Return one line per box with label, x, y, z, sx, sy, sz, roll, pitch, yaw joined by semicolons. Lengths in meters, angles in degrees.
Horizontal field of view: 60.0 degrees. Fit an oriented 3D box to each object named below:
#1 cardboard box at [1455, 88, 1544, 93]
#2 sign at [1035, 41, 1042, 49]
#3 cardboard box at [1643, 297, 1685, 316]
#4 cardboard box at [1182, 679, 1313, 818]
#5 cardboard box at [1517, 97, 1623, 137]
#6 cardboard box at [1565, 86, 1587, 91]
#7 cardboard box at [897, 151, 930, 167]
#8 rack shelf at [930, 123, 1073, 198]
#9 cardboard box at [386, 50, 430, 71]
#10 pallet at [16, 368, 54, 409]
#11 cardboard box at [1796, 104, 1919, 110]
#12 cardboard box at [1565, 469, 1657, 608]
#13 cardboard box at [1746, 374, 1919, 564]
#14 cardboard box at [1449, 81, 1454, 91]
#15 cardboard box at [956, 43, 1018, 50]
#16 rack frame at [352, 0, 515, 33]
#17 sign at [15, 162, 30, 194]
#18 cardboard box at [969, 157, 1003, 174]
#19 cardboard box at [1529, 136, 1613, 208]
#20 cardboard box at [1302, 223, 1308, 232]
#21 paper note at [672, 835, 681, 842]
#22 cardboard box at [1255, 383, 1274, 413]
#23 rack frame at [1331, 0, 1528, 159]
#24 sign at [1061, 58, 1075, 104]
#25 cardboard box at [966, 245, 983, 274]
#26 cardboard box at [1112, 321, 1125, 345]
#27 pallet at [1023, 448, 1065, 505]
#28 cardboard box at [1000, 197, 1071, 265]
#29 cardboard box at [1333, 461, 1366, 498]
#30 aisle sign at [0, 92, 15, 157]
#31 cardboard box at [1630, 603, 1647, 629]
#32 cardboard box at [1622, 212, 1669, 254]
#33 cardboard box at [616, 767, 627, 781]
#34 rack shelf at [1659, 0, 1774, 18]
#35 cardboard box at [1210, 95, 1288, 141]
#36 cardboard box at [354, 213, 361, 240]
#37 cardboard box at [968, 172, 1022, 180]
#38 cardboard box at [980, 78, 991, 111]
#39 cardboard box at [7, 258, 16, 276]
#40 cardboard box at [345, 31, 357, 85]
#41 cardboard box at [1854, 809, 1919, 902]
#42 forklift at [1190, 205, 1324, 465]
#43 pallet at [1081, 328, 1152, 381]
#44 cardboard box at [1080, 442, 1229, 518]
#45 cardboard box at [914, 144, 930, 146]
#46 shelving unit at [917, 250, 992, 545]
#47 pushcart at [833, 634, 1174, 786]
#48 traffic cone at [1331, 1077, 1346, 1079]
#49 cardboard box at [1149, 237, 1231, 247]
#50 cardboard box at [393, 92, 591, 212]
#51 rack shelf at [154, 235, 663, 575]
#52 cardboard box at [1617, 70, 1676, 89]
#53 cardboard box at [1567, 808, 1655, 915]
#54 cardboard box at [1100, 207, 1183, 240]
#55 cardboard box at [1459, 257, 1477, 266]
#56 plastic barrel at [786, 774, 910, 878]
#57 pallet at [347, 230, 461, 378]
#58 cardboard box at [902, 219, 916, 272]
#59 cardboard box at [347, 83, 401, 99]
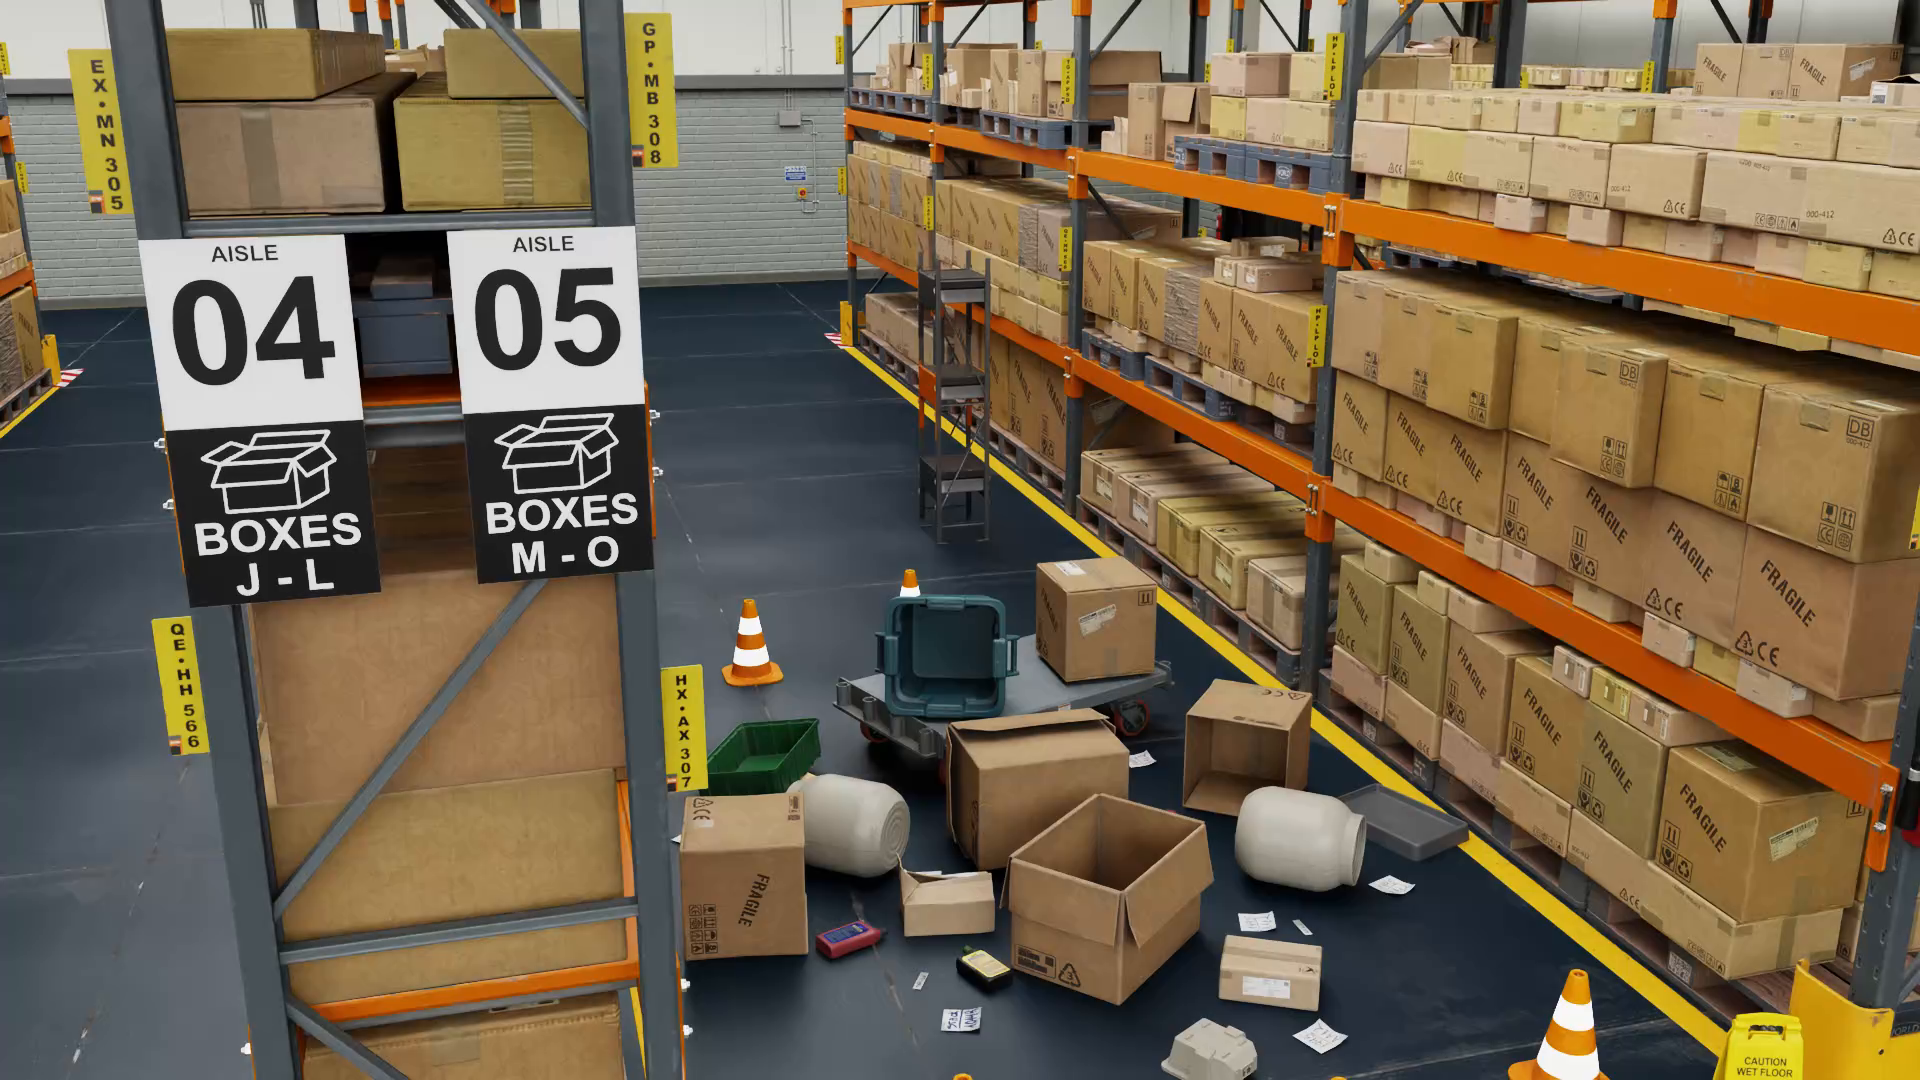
cardboard box;2.722;-2.197;8.389;0.380;0.149;0.250;-4;17;-14
sign;0.745;-4.663;16.101;0.100;0.325;0.005;-5;17;-15
cardboard box;5.984;-1.855;13.675;0.500;0.250;0.500;-5;17;-15
cardboard box;1.411;1.031;8.148;0.500;0.500;0.500;7;18;23
cardboard box;2.608;-1.799;7.062;0.380;0.149;0.250;-5;17;-16
cardboard box;5.558;-3.917;14.632;0.380;0.149;0.250;-5;17;-15
cardboard box;-0.455;-4.038;17.642;0.380;0.149;0.250;-5;17;-16
rack shelf;0.776;-3.321;14.330;1.077;0.370;4.000;-5;17;-15
cardboard box;-3.923;-3.340;11.637;0.396;0.266;0.258;-5;17;-15
pallet;-10.107;-1.555;17.261;1.003;0.211;1.213;-5;17;-15
cardboard box;3.371;-1.554;6.249;0.380;0.149;0.250;-5;17;-16
cardboard box;2.843;-0.059;6.744;0.500;0.500;0.500;-5;17;-16
cardboard box;3.174;-0.256;5.662;0.700;0.500;0.500;-5;17;-17
cardboard box;4.886;-4.413;16.250;0.380;0.149;0.250;-4;17;-14
cardboard box;0.266;-4.695;16.576;0.500;0.500;0.500;-4;17;-14
rack frame;-3.406;-4.130;10.558;1.000;3.000;0.127;-5;17;-15
sign;-9.876;-3.812;17.505;0.100;0.325;0.005;-5;17;-15
cardboard box;0.303;-3.797;16.839;0.380;0.149;0.250;-4;17;-14
cardboard box;2.699;-1.512;6.802;0.500;0.250;0.500;-5;17;-15
cardboard box;4.206;-3.787;19.588;0.500;0.250;0.500;-5;17;-17
paper note;-1.251;1.386;7.784;0.142;0.020;0.147;11;20;32
cardboard box;1.962;-0.845;9.758;0.380;0.149;0.250;-5;17;-17
rack frame;2.425;-3.443;8.270;1.000;3.000;0.127;-5;17;-15
sign;0.790;-3.356;12.161;0.100;0.325;0.005;-5;17;-15
cardboard box;0.359;-2.522;15.026;0.500;0.250;0.500;-4;17;-15
cardboard box;1.312;-1.492;11.911;0.380;0.149;0.250;-6;18;-19
pallet;1.181;-0.564;13.964;1.003;0.211;1.213;-5;17;-15
cardboard box;0.653;-2.604;13.995;0.500;0.500;0.500;-5;17;-15
cardboard box;2.203;-0.337;8.795;0.380;0.149;0.250;-5;17;-16
aisle sign;-10.133;-4.394;17.347;0.394;0.787;0.004;-5;17;-15
cardboard box;2.954;0.286;6.722;0.380;0.149;0.250;-4;17;-14
cardboard box;2.832;-1.212;6.496;0.380;0.149;0.250;-5;17;-17
cardboard box;-1.558;0.470;5.412;0.875;0.550;0.550;-5;17;-15
rack shelf;6.647;-3.853;11.583;1.077;0.370;4.000;-5;17;-15
cardboard box;1.852;-2.567;10.100;0.500;0.250;0.500;-4;17;-15
cardboard box;-1.834;-0.885;4.502;0.380;0.149;0.250;-5;17;-15
cardboard box;0.328;-3.460;16.844;0.500;0.500;0.500;-5;17;-15
cardboard box;0.392;-3.822;14.253;0.396;0.266;0.258;-3;17;-11
cardboard box;-9.846;-2.771;16.899;0.380;0.149;0.250;-5;17;-15
cardboard box;-1.976;-1.409;4.861;0.380;0.149;0.250;-5;17;-16
cardboard box;3.561;1.042;6.515;0.500;0.500;0.500;-5;18;-17
forklift;3.117;-2.226;14.769;3.031;2.935;1.130;-5;17;-16
pallet;1.624;-1.395;12.216;1.213;0.211;1.003;-5;17;-15
cardboard box;1.471;-0.461;12.612;0.950;0.372;0.625;-6;18;-19
cardboard box;-0.308;-4.437;18.969;0.380;0.149;0.250;-4;17;-14
shelving unit;-0.045;-1.051;12.302;0.431;2.100;0.503;-5;17;-15
pushcart;0.246;0.881;8.865;1.648;0.377;0.936;-12;20;-34
traffic cone;1.192;1.917;5.266;0.336;0.463;0.334;-5;17;-15
cardboard box;1.718;-1.963;12.354;0.500;0.500;0.500;-5;17;-17
cardboard box;-1.093;-0.954;4.039;0.500;0.250;0.500;-5;17;-15
rack shelf;-1.757;-0.689;5.568;1.077;0.370;4.000;-5;17;-15
cardboard box;5.718;-3.839;13.855;0.380;0.149;0.250;-4;17;-13
cardboard box;2.908;1.307;6.938;0.500;0.250;0.500;-5;17;-15
cardboard box;1.425;-2.358;13.177;0.500;0.500;0.500;-5;18;-17
cardboard box;5.274;-2.913;16.031;0.700;0.500;0.500;-5;17;-16
plastic barrel;-0.520;1.276;7.467;0.512;0.421;0.421;7;18;23
pallet;-1.422;-0.642;4.316;1.003;0.211;1.213;-5;17;-15
cardboard box;-0.294;-3.080;17.318;0.500;0.500;0.500;-5;17;-17
cardboard box;-1.885;-1.190;4.827;0.500;0.250;0.500;-5;17;-16
